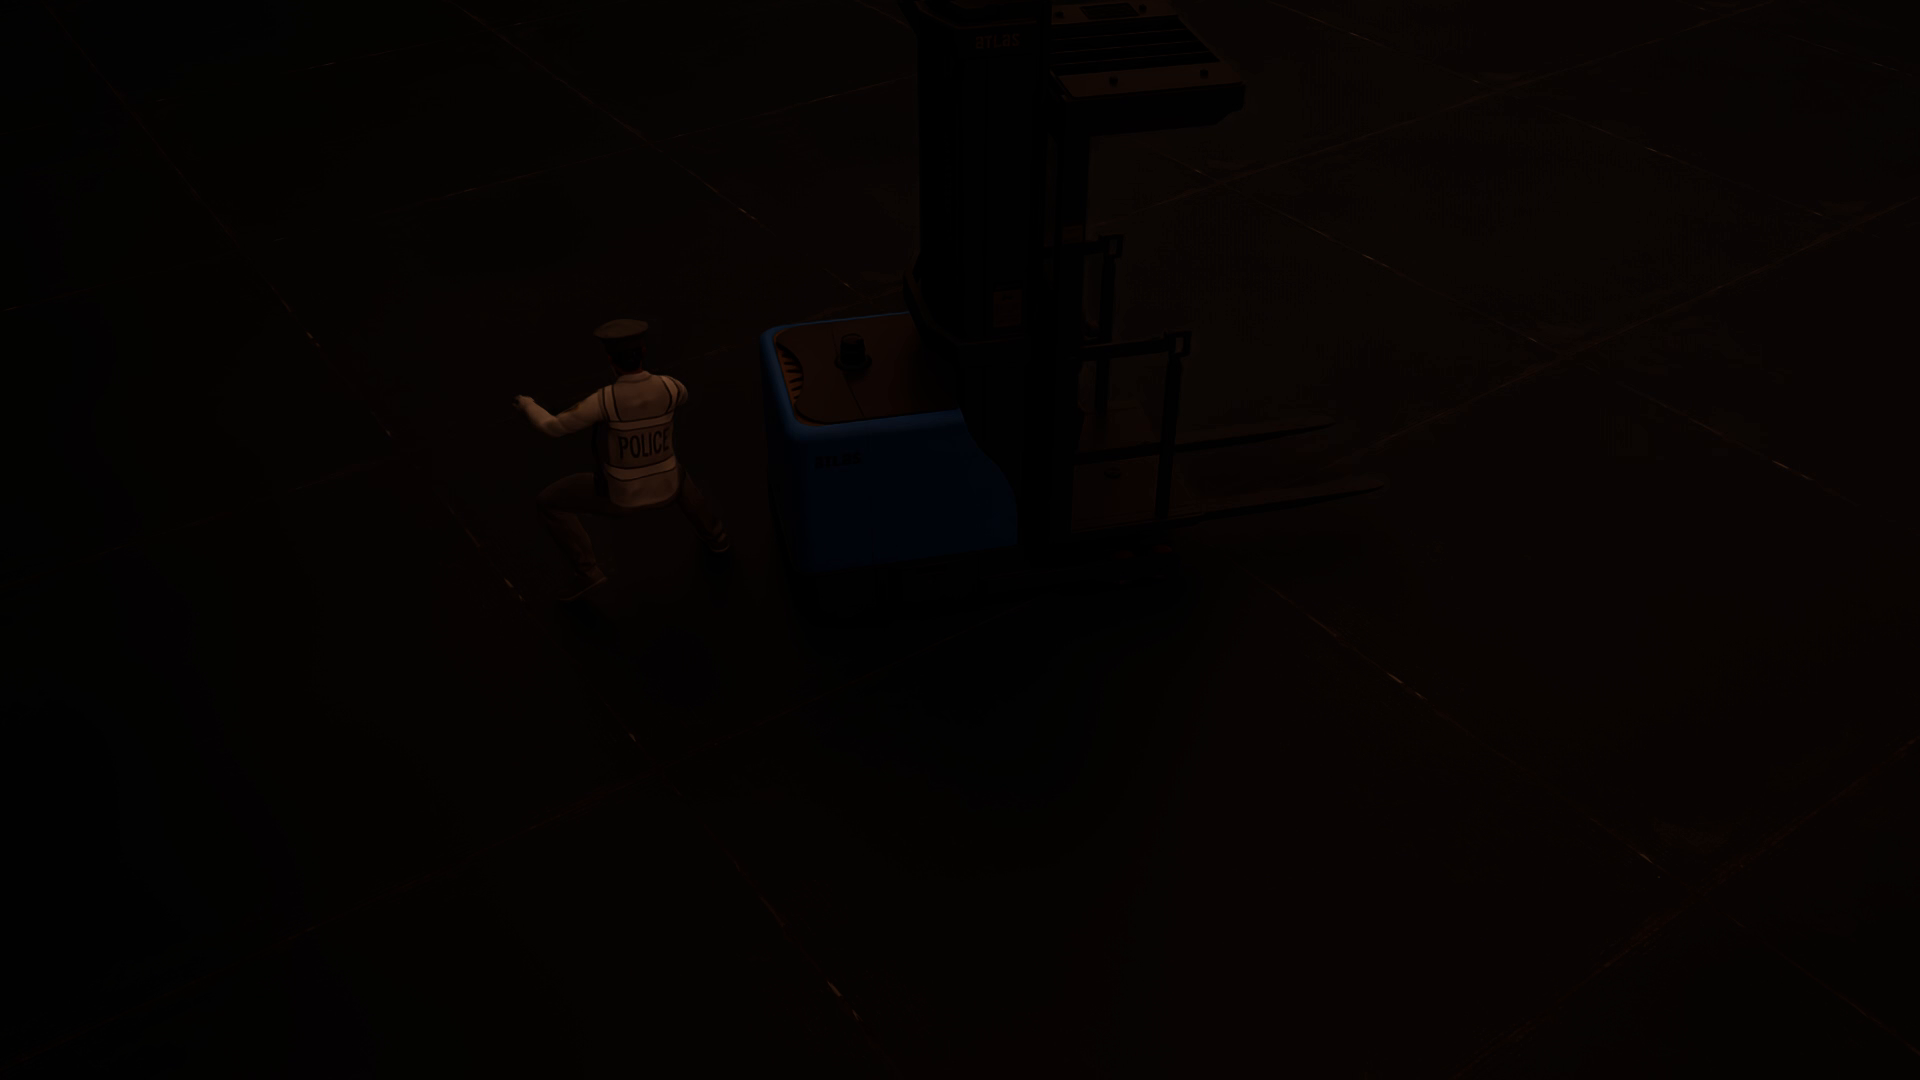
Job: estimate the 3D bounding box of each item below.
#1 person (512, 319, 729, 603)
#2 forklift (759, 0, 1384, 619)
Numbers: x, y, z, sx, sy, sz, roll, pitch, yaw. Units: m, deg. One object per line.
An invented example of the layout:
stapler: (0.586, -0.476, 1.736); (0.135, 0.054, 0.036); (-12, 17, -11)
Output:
person: (-1.546, -0.413, 7.756); (0.917, 1.432, 0.700); (-20, 41, -25)
forklift: (0.594, -1.261, 7.650); (3.031, 2.935, 1.130); (-8, 37, -11)
